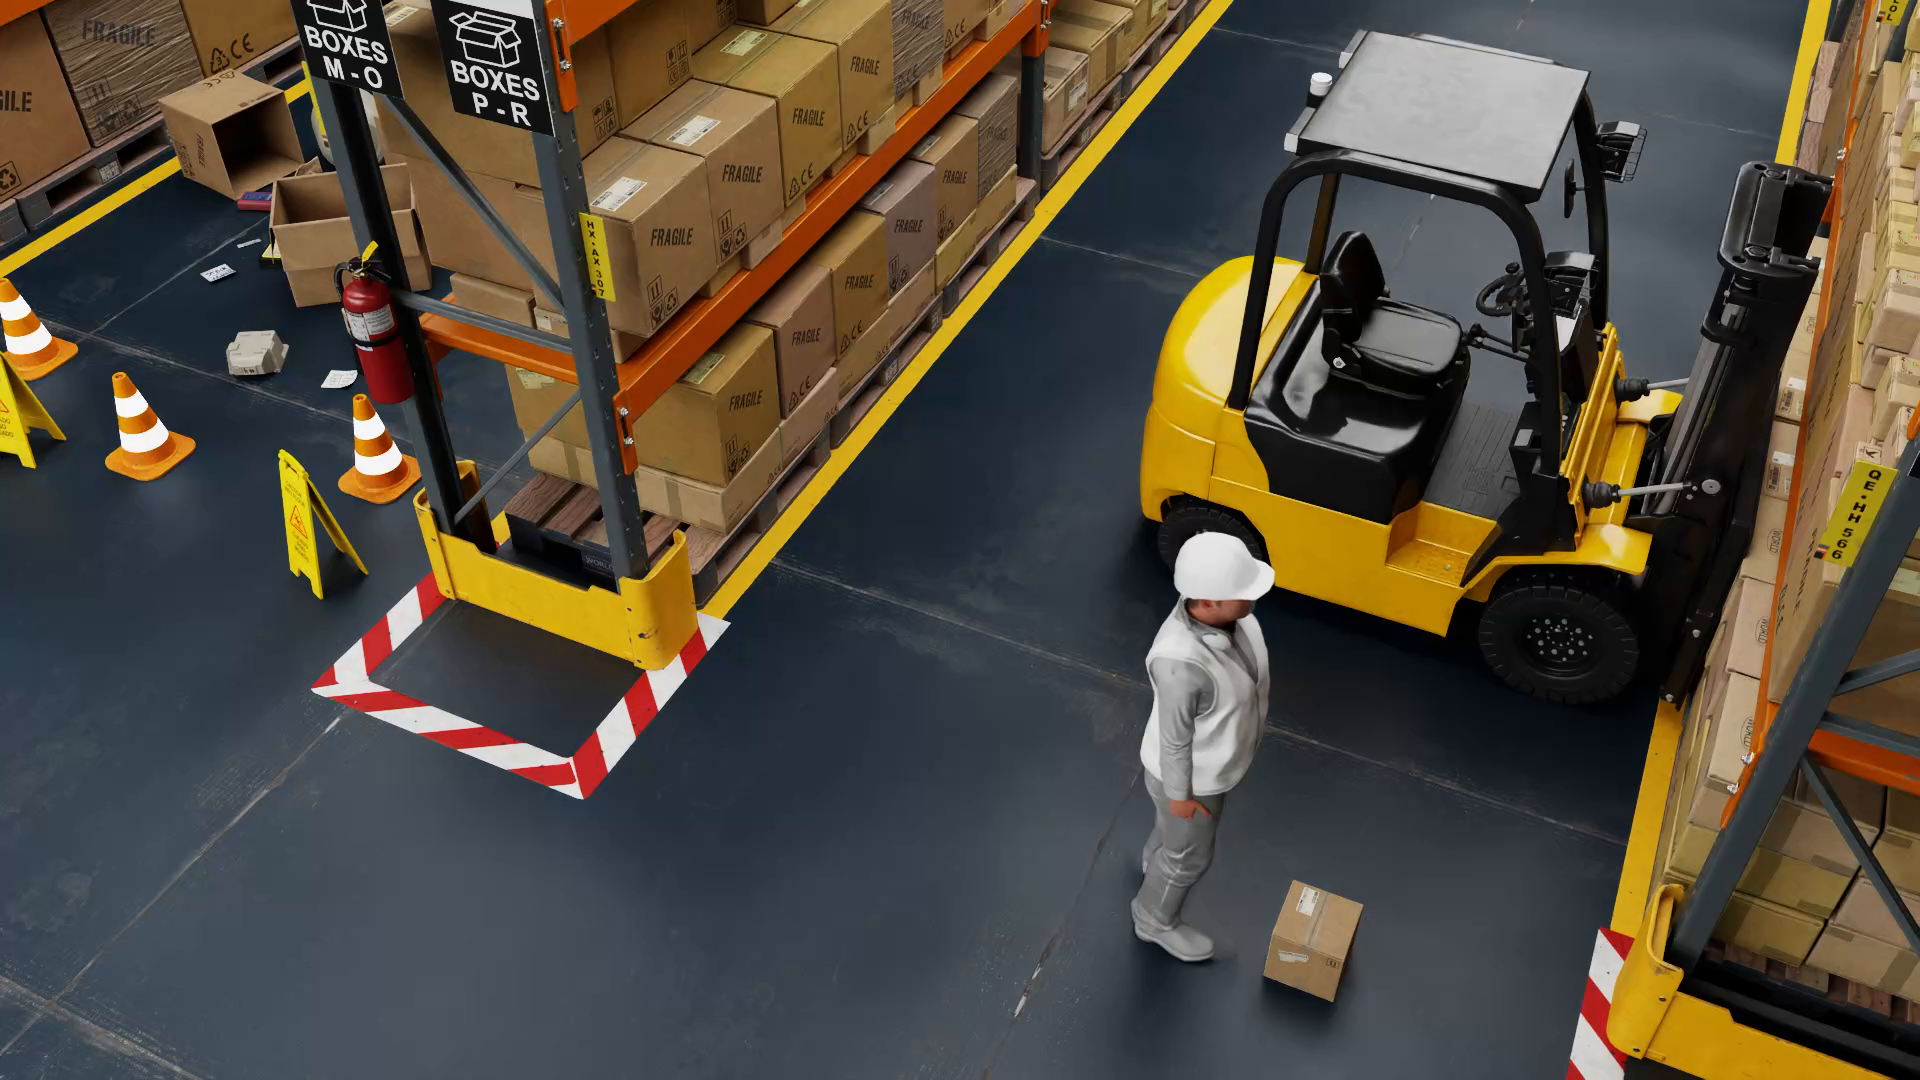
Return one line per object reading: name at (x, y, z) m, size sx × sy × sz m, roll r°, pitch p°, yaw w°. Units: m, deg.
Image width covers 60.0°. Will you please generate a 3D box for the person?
person at (0.784, 0.698, 5.415) m, size 0.371 × 1.843 × 0.534 m, roll 18°, pitch 45°, yaw 19°
